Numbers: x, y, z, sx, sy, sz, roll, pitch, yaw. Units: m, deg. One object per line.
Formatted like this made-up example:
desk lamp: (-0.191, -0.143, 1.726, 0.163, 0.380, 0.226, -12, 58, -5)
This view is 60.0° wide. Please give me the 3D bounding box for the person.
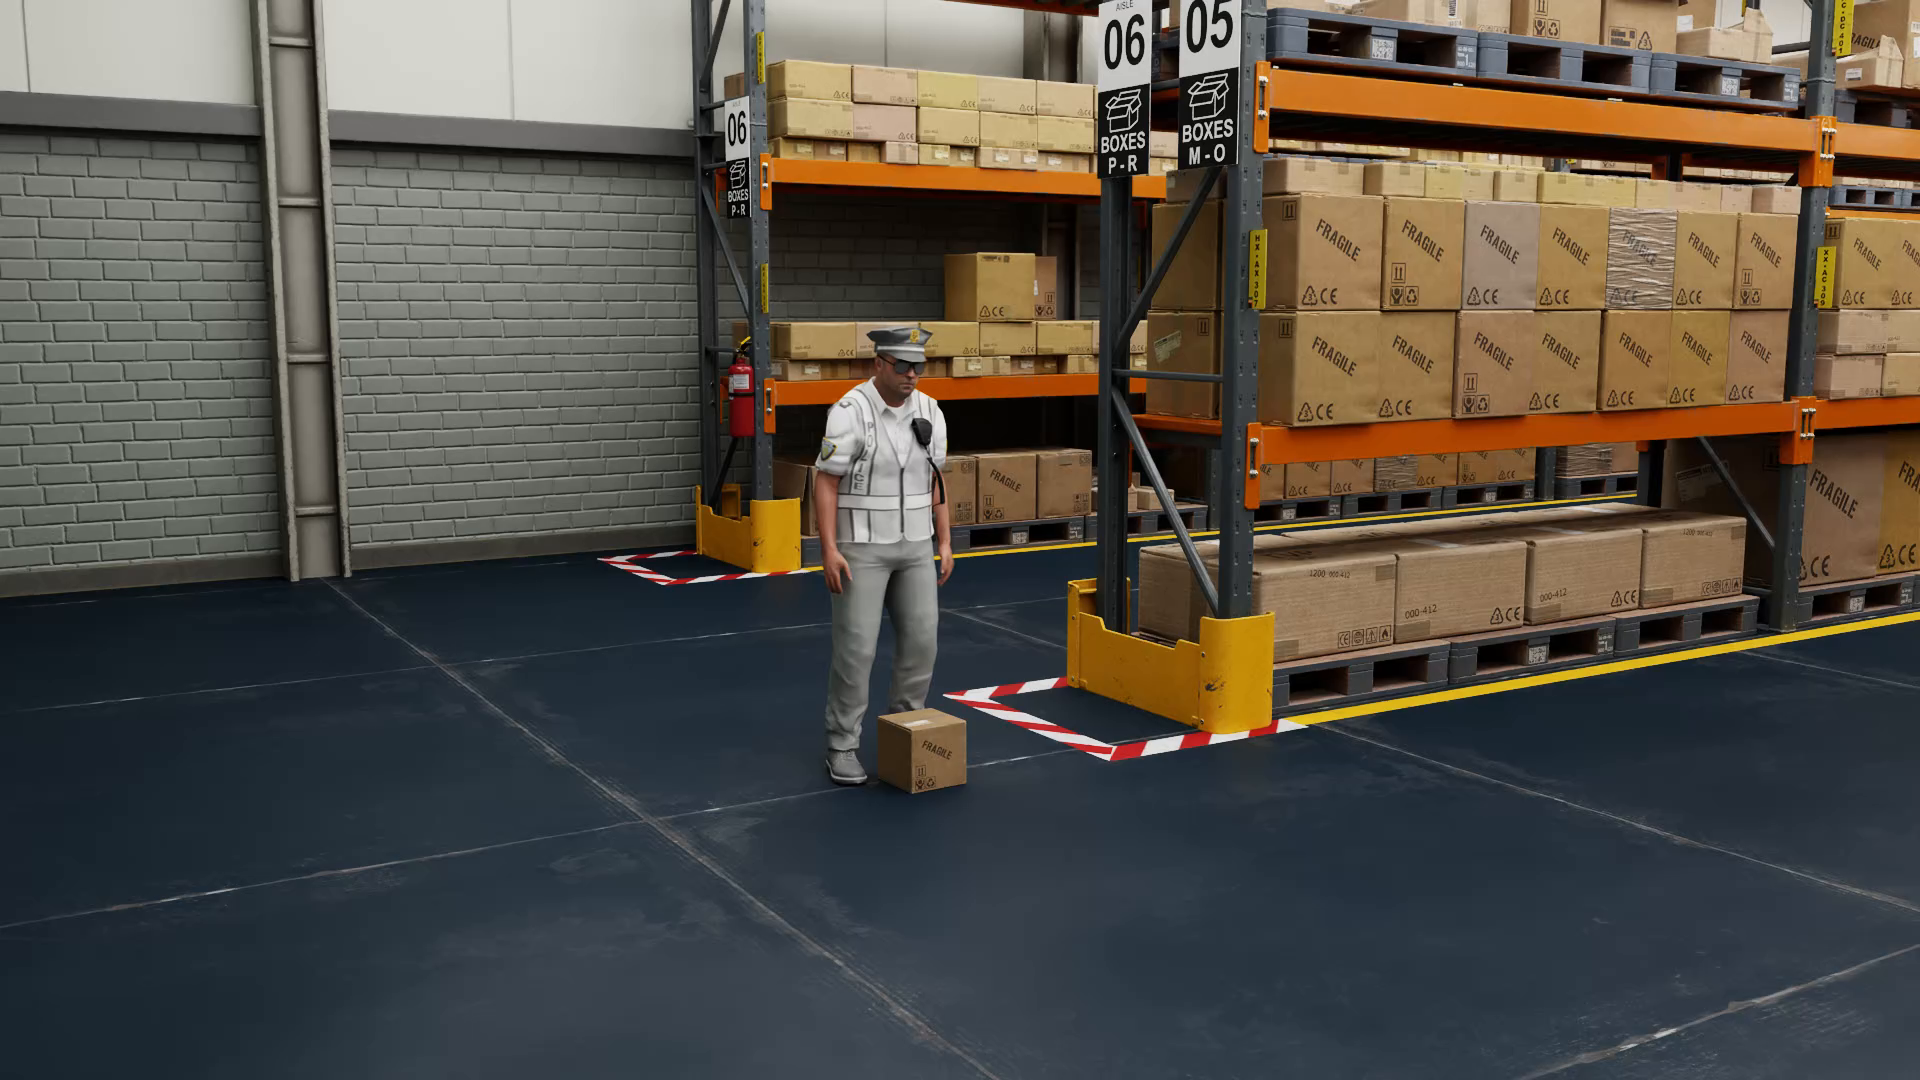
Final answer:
person: (-0.298, 0.036, 6.537, 0.590, 1.748, 0.435, -5, 9, -32)
